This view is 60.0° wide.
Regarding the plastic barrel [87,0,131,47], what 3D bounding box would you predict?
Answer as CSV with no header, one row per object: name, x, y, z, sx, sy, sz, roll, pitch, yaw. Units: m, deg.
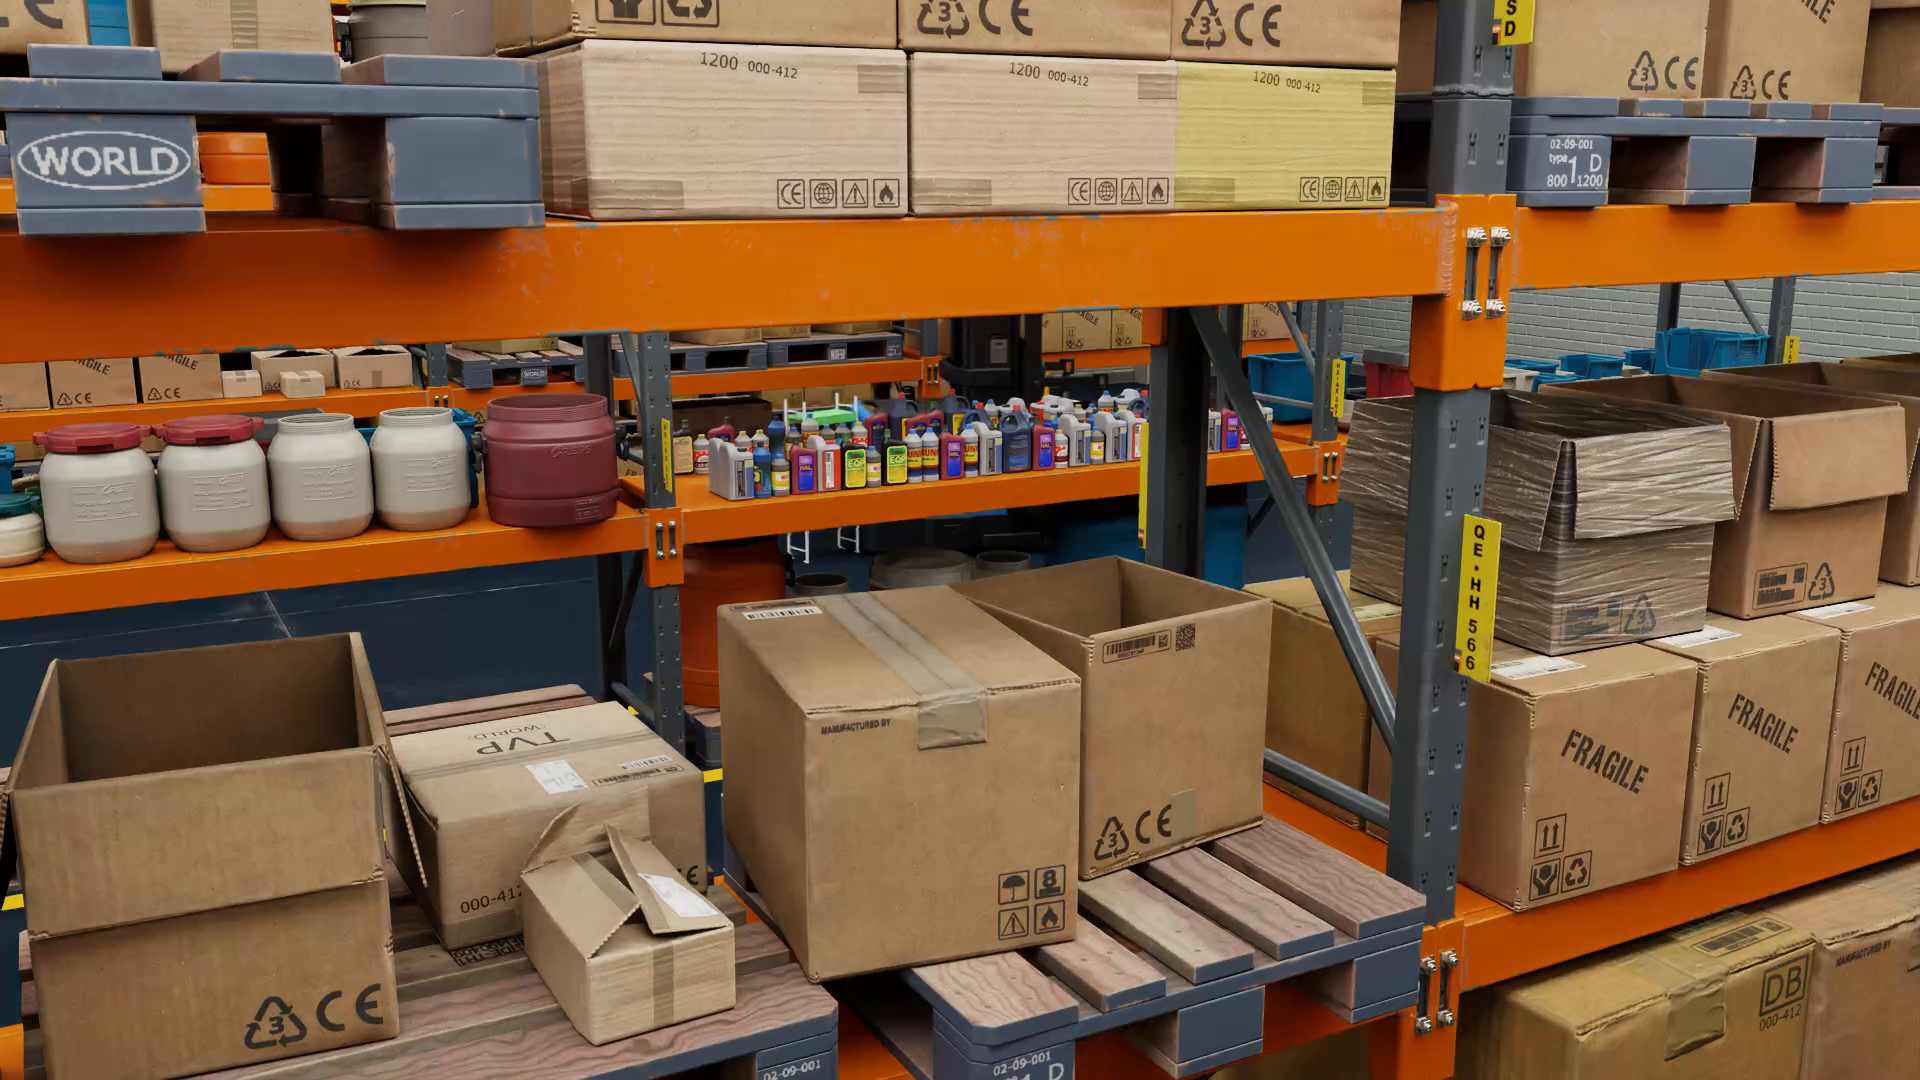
plastic barrel,-3.637,-1.936,6.904,0.708,0.901,0.600,-7,14,-28

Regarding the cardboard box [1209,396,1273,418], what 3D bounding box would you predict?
cardboard box,2.676,-1.102,15.867,0.500,0.500,0.500,-7,14,-28

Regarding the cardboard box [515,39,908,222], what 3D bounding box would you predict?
cardboard box,-0.414,-0.647,2.661,0.500,0.250,0.500,-6,14,-26

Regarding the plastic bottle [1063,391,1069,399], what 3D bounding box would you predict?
plastic bottle,0.588,-0.730,9.785,0.133,0.283,0.061,-7,14,-28

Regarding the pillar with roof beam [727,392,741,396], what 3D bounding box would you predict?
pillar with roof beam,-0.590,-5.083,15.199,0.400,9.000,9.100,-7,14,-28

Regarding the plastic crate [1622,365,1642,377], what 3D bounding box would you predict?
plastic crate,4.709,-1.177,11.973,0.298,0.136,0.250,-7,14,-28

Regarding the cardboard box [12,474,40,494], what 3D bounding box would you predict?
cardboard box,-6.387,-0.292,11.606,0.500,0.311,0.500,-7,14,-28

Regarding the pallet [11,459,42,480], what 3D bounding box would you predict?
pallet,-9.192,-0.626,15.408,1.213,0.211,1.003,-7,14,-28

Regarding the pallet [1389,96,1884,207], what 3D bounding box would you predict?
pallet,1.296,-0.910,3.920,1.003,0.211,1.213,-6,14,-25

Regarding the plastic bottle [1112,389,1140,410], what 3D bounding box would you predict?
plastic bottle,0.984,-0.762,9.946,0.135,0.276,0.152,-7,14,-28

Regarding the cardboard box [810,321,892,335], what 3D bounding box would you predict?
cardboard box,-0.999,-2.038,14.150,0.700,0.500,0.500,11,17,41

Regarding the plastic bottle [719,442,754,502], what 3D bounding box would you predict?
plastic bottle,-1.082,-0.338,8.062,0.135,0.276,0.152,-7,14,-28

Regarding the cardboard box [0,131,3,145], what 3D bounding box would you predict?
cardboard box,-6.472,-2.666,10.677,0.500,0.250,0.500,-8,15,-33

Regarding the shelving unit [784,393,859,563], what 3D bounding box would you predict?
shelving unit,-1.032,-0.472,12.474,0.503,1.200,0.258,-12,17,-42

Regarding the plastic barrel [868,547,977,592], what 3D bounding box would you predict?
plastic barrel,-0.204,0.383,9.113,0.708,0.588,0.600,-7,14,-28

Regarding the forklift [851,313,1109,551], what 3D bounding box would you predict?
forklift,0.698,-1.449,12.871,3.031,2.935,1.130,-2,13,-11

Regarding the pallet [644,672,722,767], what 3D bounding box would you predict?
pallet,-0.945,0.854,8.834,1.213,0.211,1.003,-7,14,-28

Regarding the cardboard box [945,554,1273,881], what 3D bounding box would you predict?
cardboard box,0.302,0.350,3.538,0.500,0.500,0.500,-9,16,-35

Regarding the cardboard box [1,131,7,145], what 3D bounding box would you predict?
cardboard box,-8.816,-3.636,14.846,0.500,0.311,0.500,-6,14,-26

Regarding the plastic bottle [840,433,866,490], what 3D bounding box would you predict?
plastic bottle,-0.537,-0.396,8.301,0.133,0.283,0.061,-7,14,-28

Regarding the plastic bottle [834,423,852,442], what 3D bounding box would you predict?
plastic bottle,-0.641,-0.538,9.119,0.097,0.201,0.097,0,13,0

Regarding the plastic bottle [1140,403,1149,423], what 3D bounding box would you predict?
plastic bottle,1.082,-0.633,9.202,0.185,0.351,0.144,-7,14,-28

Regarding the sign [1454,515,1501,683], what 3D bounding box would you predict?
sign,1.025,0.116,3.303,0.005,0.325,0.100,-7,14,-28

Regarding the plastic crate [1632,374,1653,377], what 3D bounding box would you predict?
plastic crate,4.776,-1.037,11.349,0.243,0.136,0.396,-7,14,-28

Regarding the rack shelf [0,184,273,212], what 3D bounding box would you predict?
rack shelf,-3.372,-1.317,6.938,4.000,0.370,1.077,-7,14,-28

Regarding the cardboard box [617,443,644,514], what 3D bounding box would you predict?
cardboard box,-2.551,-0.466,13.041,0.500,0.500,0.500,-7,14,-29

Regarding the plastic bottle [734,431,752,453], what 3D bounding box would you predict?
plastic bottle,-1.154,-0.476,8.846,0.097,0.201,0.097,0,13,0

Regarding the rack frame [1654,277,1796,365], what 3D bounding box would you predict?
rack frame,5.405,-1.257,11.863,0.127,3.000,1.000,-7,14,-28

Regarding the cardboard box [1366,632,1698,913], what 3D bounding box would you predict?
cardboard box,1.313,0.492,3.865,0.500,0.500,0.500,-6,14,-26

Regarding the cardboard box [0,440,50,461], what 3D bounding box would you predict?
cardboard box,-8.807,-1.044,15.606,0.500,0.500,0.700,-7,15,-29

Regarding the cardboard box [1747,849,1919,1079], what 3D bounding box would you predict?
cardboard box,2.158,1.210,4.784,0.875,0.875,1.225,-7,14,-28

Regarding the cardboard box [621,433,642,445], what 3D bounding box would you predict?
cardboard box,-2.824,-0.564,13.473,0.500,0.500,0.500,-7,15,-30

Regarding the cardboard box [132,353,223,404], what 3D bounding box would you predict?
cardboard box,-5.452,-1.240,11.557,0.500,0.500,0.500,-8,15,-31

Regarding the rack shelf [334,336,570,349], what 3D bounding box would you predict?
rack shelf,-4.608,-2.184,17.621,4.000,0.370,1.077,-7,14,-28

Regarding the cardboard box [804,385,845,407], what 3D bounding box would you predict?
cardboard box,-1.705,-1.842,19.199,0.500,0.500,0.700,-7,14,-28

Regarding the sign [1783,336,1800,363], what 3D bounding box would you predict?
sign,5.683,-1.232,11.382,0.005,0.325,0.100,-7,14,-28

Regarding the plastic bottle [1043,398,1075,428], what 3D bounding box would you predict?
plastic bottle,0.565,-0.674,9.554,0.135,0.276,0.152,-7,14,-28

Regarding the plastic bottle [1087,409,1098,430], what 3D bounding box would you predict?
plastic bottle,0.746,-0.586,9.175,0.097,0.271,0.097,0,13,0

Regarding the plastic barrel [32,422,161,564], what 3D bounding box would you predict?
plastic barrel,-3.539,-0.197,6.841,0.433,0.535,0.433,0,13,0

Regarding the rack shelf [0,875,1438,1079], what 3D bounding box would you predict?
rack shelf,-0.999,1.100,3.026,4.000,0.370,1.077,-7,14,-28

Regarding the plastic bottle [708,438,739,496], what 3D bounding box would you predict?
plastic bottle,-1.155,-0.367,8.193,0.135,0.276,0.152,-7,14,-28

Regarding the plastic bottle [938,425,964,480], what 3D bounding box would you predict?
plastic bottle,-0.046,-0.455,8.563,0.133,0.283,0.061,-7,14,-28

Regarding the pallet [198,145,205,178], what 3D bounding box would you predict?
pallet,-5.520,-2.535,11.139,1.213,0.211,1.003,-6,14,-25

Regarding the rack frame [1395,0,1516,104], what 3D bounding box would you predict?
rack frame,0.756,-2.388,3.223,0.127,3.000,1.000,-7,14,-28

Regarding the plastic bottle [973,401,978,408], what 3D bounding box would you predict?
plastic bottle,0.089,-0.659,9.500,0.097,0.271,0.097,0,13,0

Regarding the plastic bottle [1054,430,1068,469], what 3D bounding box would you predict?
plastic bottle,0.529,-0.488,8.898,0.097,0.201,0.097,0,13,0

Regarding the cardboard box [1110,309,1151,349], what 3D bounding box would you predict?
cardboard box,1.436,-2.002,14.943,0.500,0.500,0.500,-7,14,-29

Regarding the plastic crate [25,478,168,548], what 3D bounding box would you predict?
plastic crate,-3.734,-0.129,7.333,0.662,0.188,0.450,-7,14,-28

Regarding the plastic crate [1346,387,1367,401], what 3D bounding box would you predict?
plastic crate,2.748,-0.901,10.770,0.590,0.125,0.437,-7,14,-28

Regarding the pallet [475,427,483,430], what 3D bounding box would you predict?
pallet,-4.566,-1.160,17.783,1.213,0.211,1.003,-7,14,-28
